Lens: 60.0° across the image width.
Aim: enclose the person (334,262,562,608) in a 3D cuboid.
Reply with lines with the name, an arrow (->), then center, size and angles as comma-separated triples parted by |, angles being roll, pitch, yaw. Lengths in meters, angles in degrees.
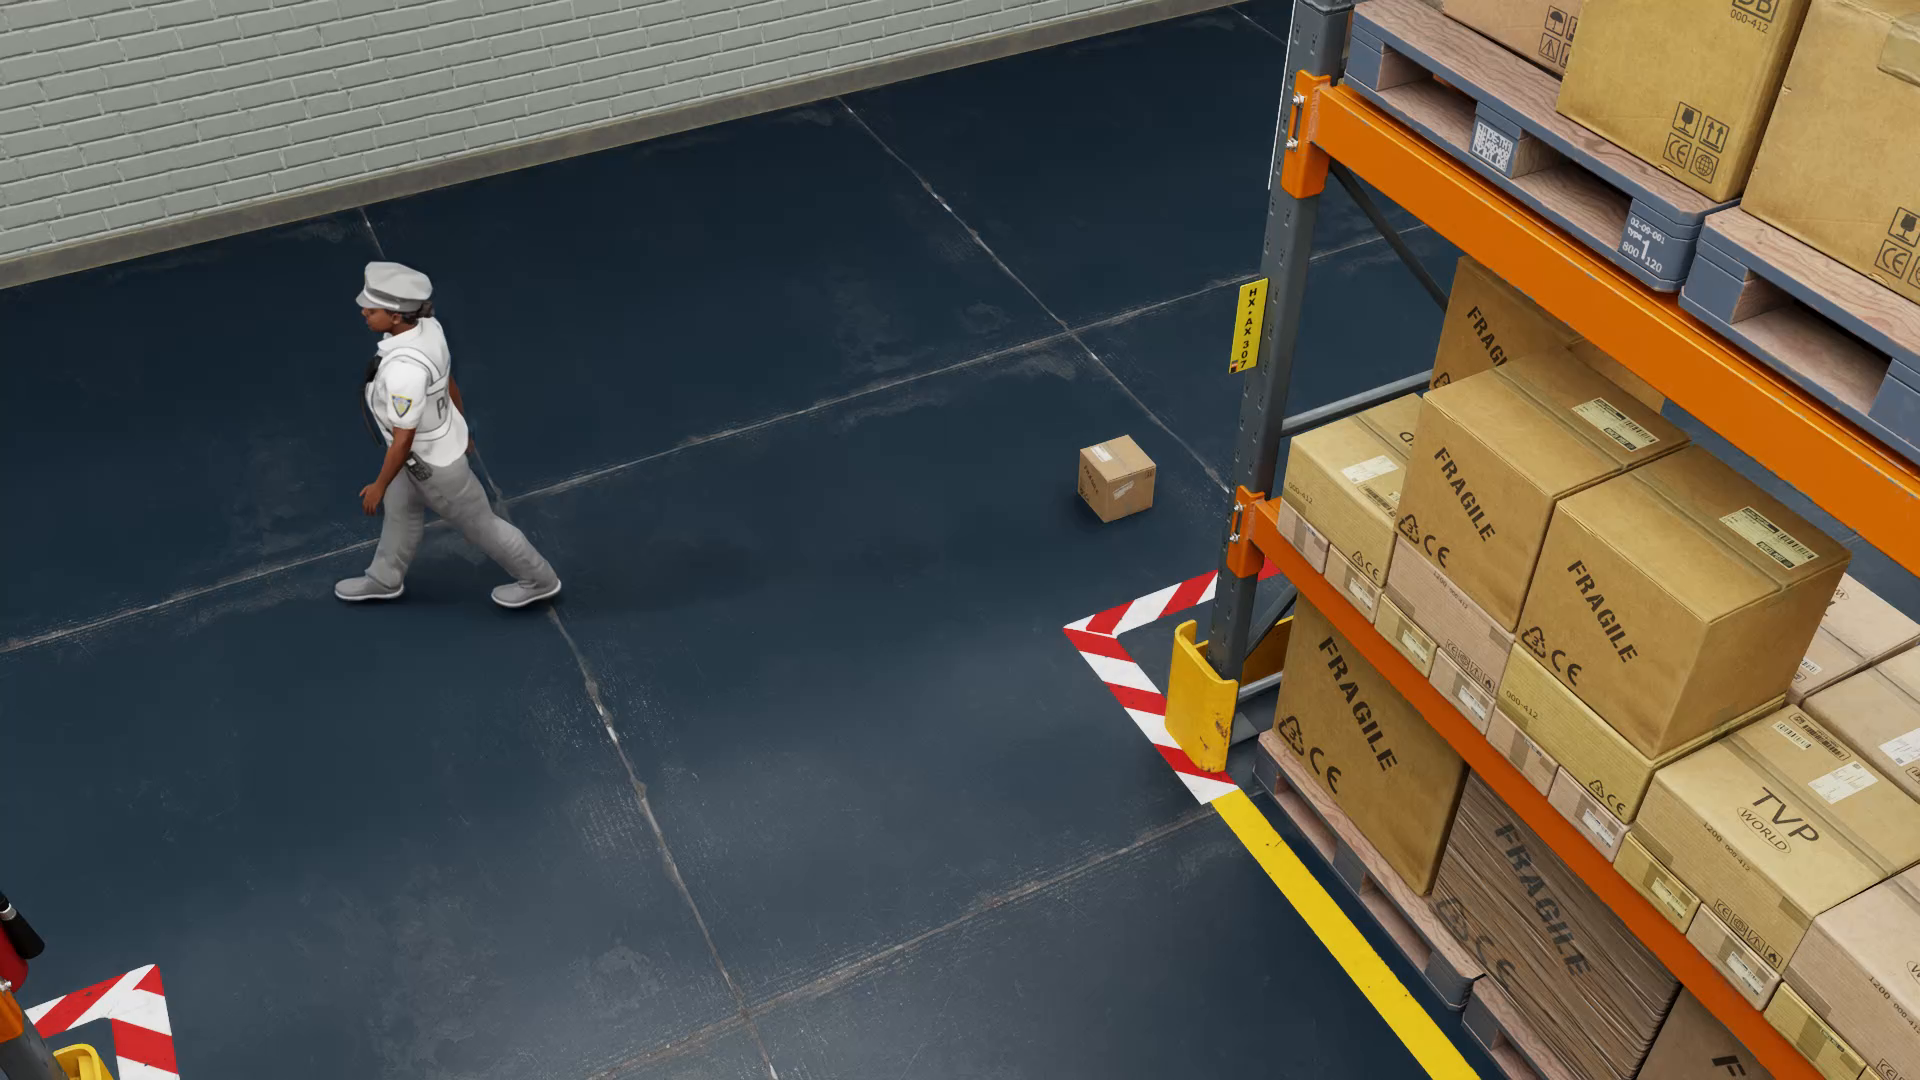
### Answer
person -> -2.171, -0.347, 6.509 | 0.943, 1.636, 0.480 | -7, 42, -8
